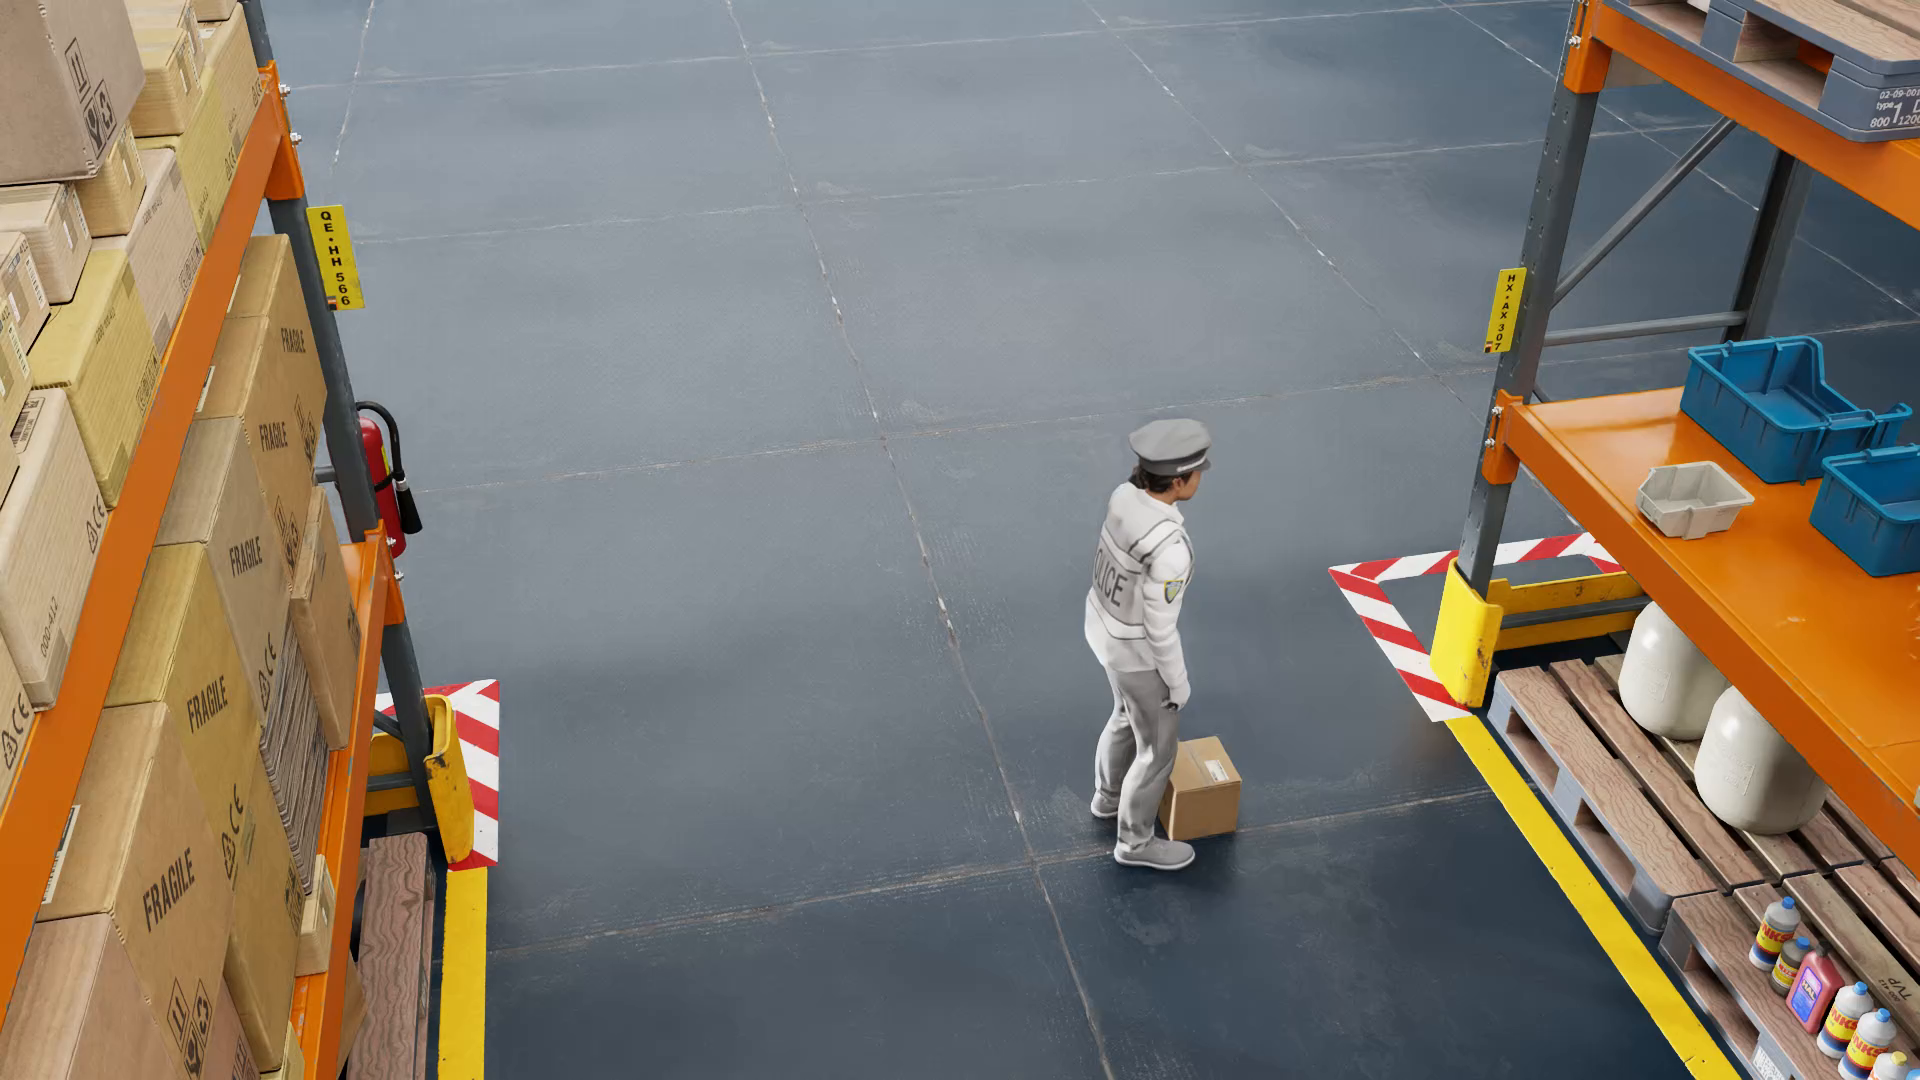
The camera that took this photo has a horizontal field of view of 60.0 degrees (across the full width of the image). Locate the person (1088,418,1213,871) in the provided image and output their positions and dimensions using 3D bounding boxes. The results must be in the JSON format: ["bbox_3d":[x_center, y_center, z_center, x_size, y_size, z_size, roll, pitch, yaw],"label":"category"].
[{"bbox_3d":[0.618,0.362,5.614,0.367,1.663,0.516,-8,35,-12],"label":"person"}]
